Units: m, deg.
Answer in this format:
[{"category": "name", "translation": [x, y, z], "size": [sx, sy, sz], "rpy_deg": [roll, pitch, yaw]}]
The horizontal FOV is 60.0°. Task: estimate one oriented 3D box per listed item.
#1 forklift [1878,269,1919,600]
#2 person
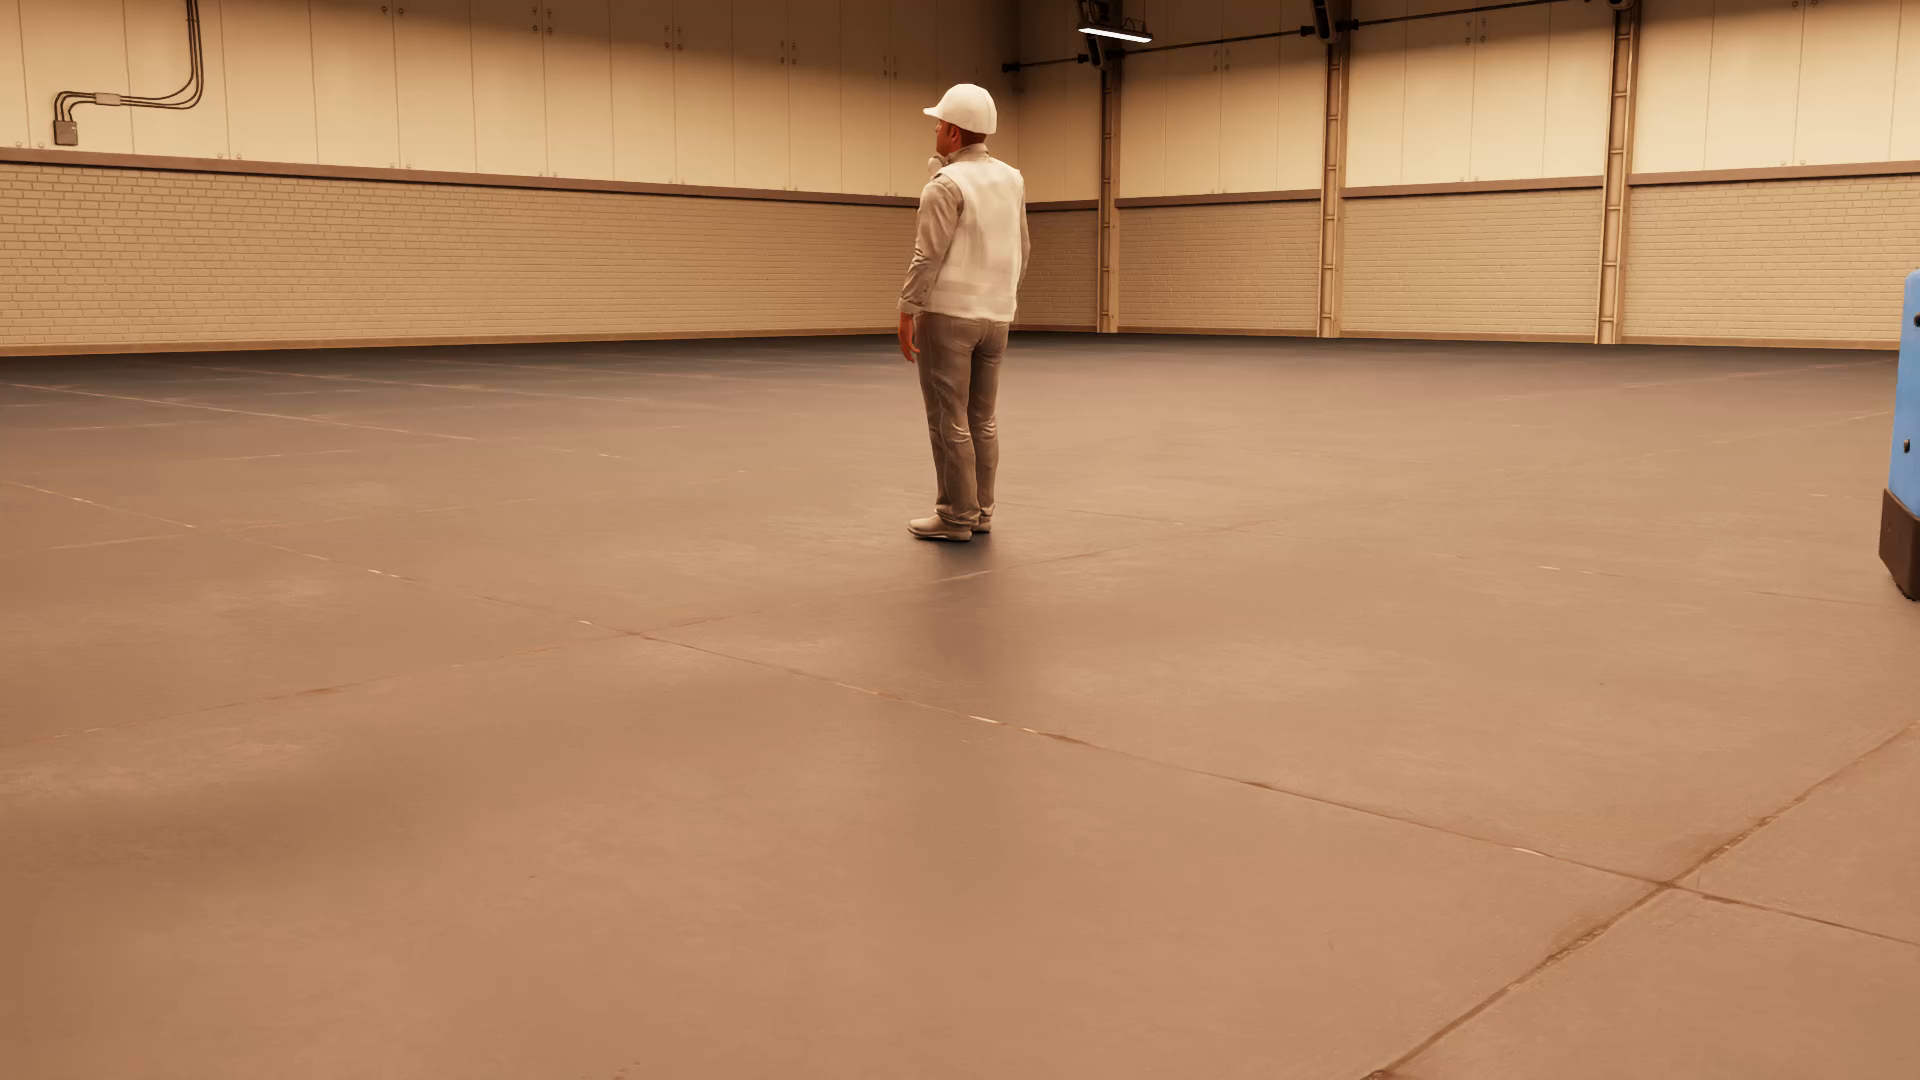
[{"category": "forklift", "translation": [4.462, -1.176, 4.680], "size": [3.031, 2.935, 1.130], "rpy_deg": [4, 9, 23]}, {"category": "person", "translation": [-0.039, -0.892, 6.632], "size": [0.568, 1.773, 0.632], "rpy_deg": [8, 12, 43]}]
